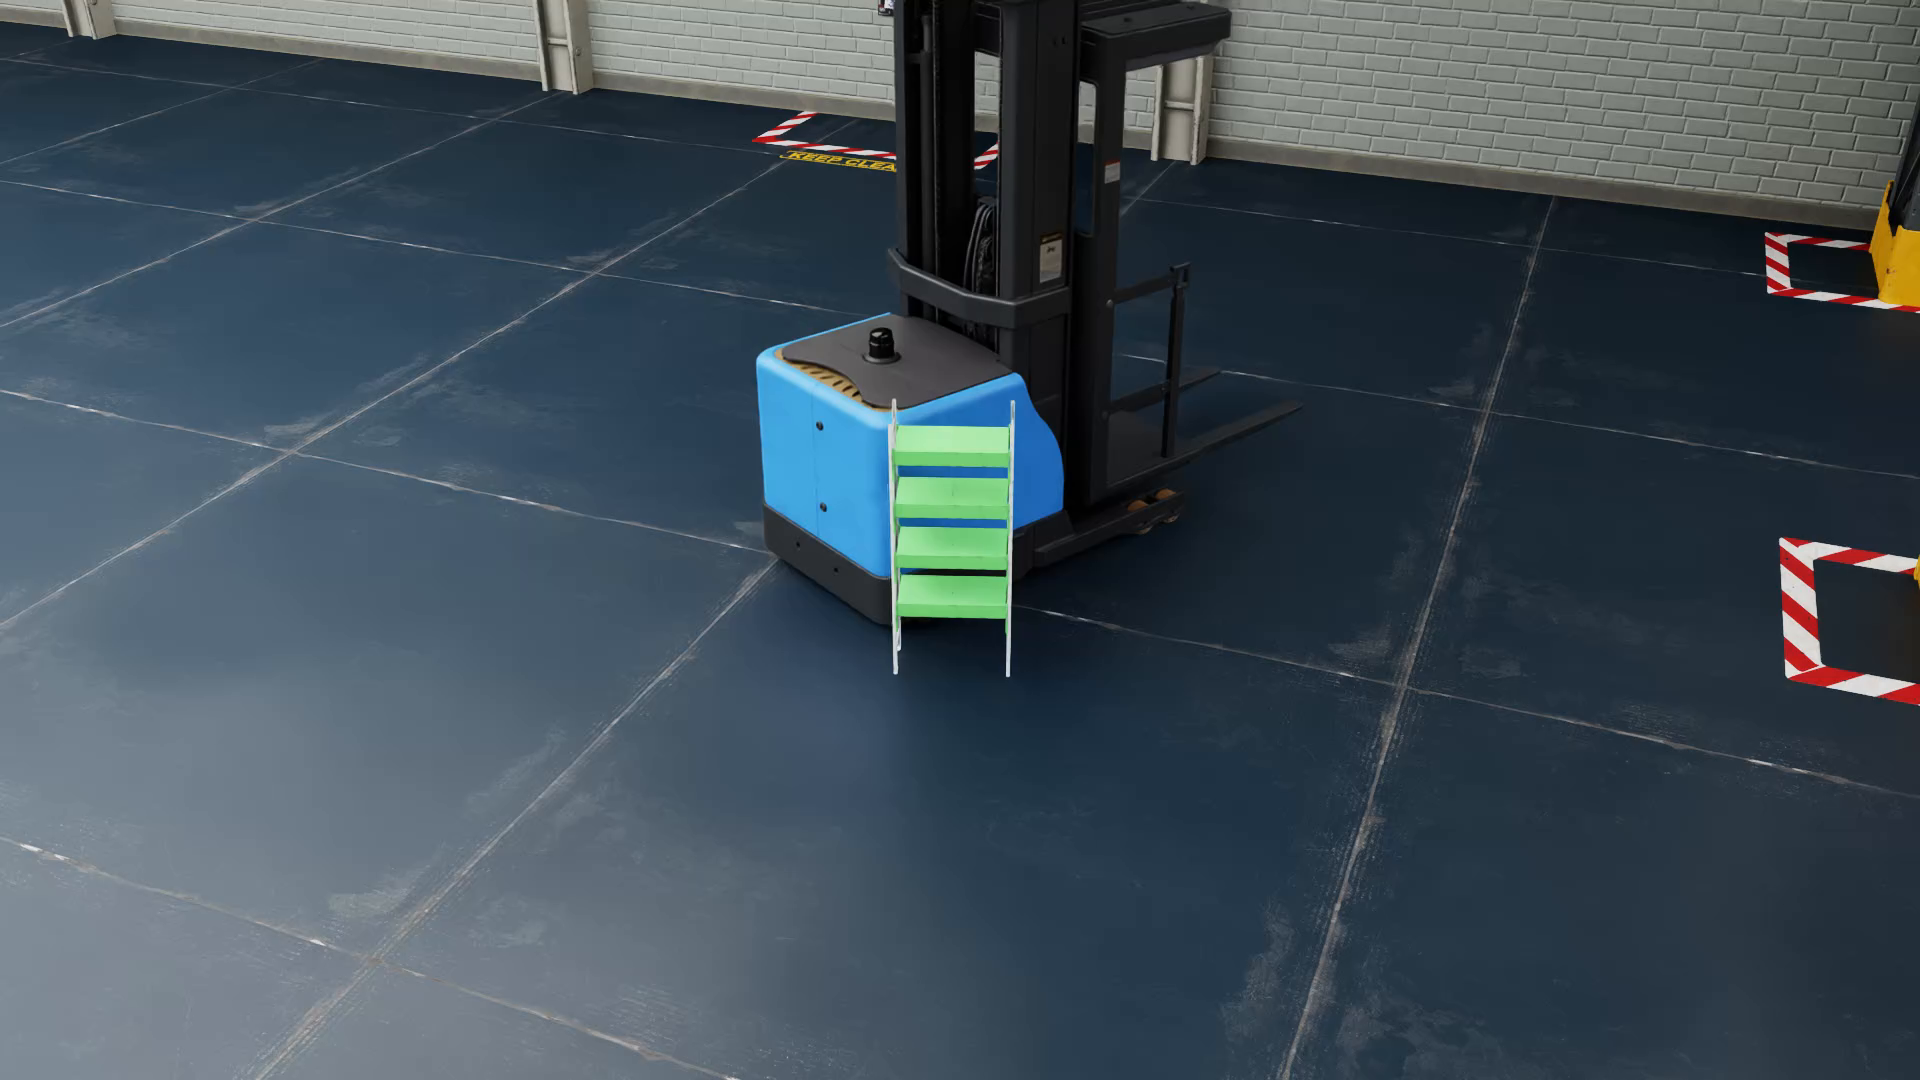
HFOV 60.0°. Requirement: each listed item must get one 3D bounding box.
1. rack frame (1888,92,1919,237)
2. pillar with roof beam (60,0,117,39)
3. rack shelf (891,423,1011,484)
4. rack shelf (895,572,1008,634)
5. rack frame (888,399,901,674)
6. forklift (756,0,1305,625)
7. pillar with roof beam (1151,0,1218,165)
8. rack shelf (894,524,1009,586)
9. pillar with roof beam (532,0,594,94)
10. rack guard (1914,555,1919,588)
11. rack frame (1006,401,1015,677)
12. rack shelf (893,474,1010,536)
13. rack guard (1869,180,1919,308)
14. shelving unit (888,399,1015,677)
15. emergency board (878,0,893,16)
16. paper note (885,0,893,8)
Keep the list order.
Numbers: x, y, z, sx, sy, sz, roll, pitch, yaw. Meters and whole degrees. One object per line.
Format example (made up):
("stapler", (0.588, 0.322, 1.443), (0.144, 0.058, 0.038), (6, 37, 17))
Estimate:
("rack frame", (6.415, -3.131, 10.742), (0.127, 3.000, 1.000), (11, 31, 19))
("pillar with roof beam", (-10.909, -7.375, 12.153), (0.400, 9.000, 9.100), (11, 31, 19))
("rack shelf", (-0.031, -0.356, 6.815), (0.480, 0.148, 0.258), (1, 29, 2))
("rack shelf", (-0.031, 0.271, 7.170), (0.480, 0.148, 0.258), (1, 29, 2))
("rack frame", (-0.275, 0.001, 7.028), (0.015, 1.200, 0.240), (1, 29, 2))
("forklift", (0.511, -1.483, 7.895), (3.031, 2.935, 1.130), (-22, 36, -34))
("pillar with roof beam", (0.210, -5.155, 8.225), (0.400, 9.000, 9.100), (11, 31, 19))
("rack shelf", (-0.031, 0.062, 7.052), (0.480, 0.148, 0.258), (1, 29, 2))
("pillar with roof beam", (-5.350, -6.265, 10.189), (0.400, 9.000, 9.100), (11, 31, 19))
("rack guard", (4.533, 0.212, 7.367), (0.348, 0.500, 1.175), (11, 31, 19))
("rack frame", (0.213, 0.011, 7.012), (0.015, 1.200, 0.240), (1, 29, 2))
("rack shelf", (-0.031, -0.147, 6.933), (0.480, 0.148, 0.258), (1, 29, 2))
("rack guard", (6.485, -2.029, 11.332), (0.348, 0.500, 1.175), (11, 31, 19))
("shelving unit", (-0.031, 0.006, 7.020), (0.503, 1.200, 0.258), (1, 29, 2))
("emergency board", (-0.447, -4.981, 14.014), (0.643, 1.169, 0.194), (11, 31, 19))
("paper note", (-0.585, -4.662, 14.344), (0.142, 0.148, 0.016), (11, 31, 19))
